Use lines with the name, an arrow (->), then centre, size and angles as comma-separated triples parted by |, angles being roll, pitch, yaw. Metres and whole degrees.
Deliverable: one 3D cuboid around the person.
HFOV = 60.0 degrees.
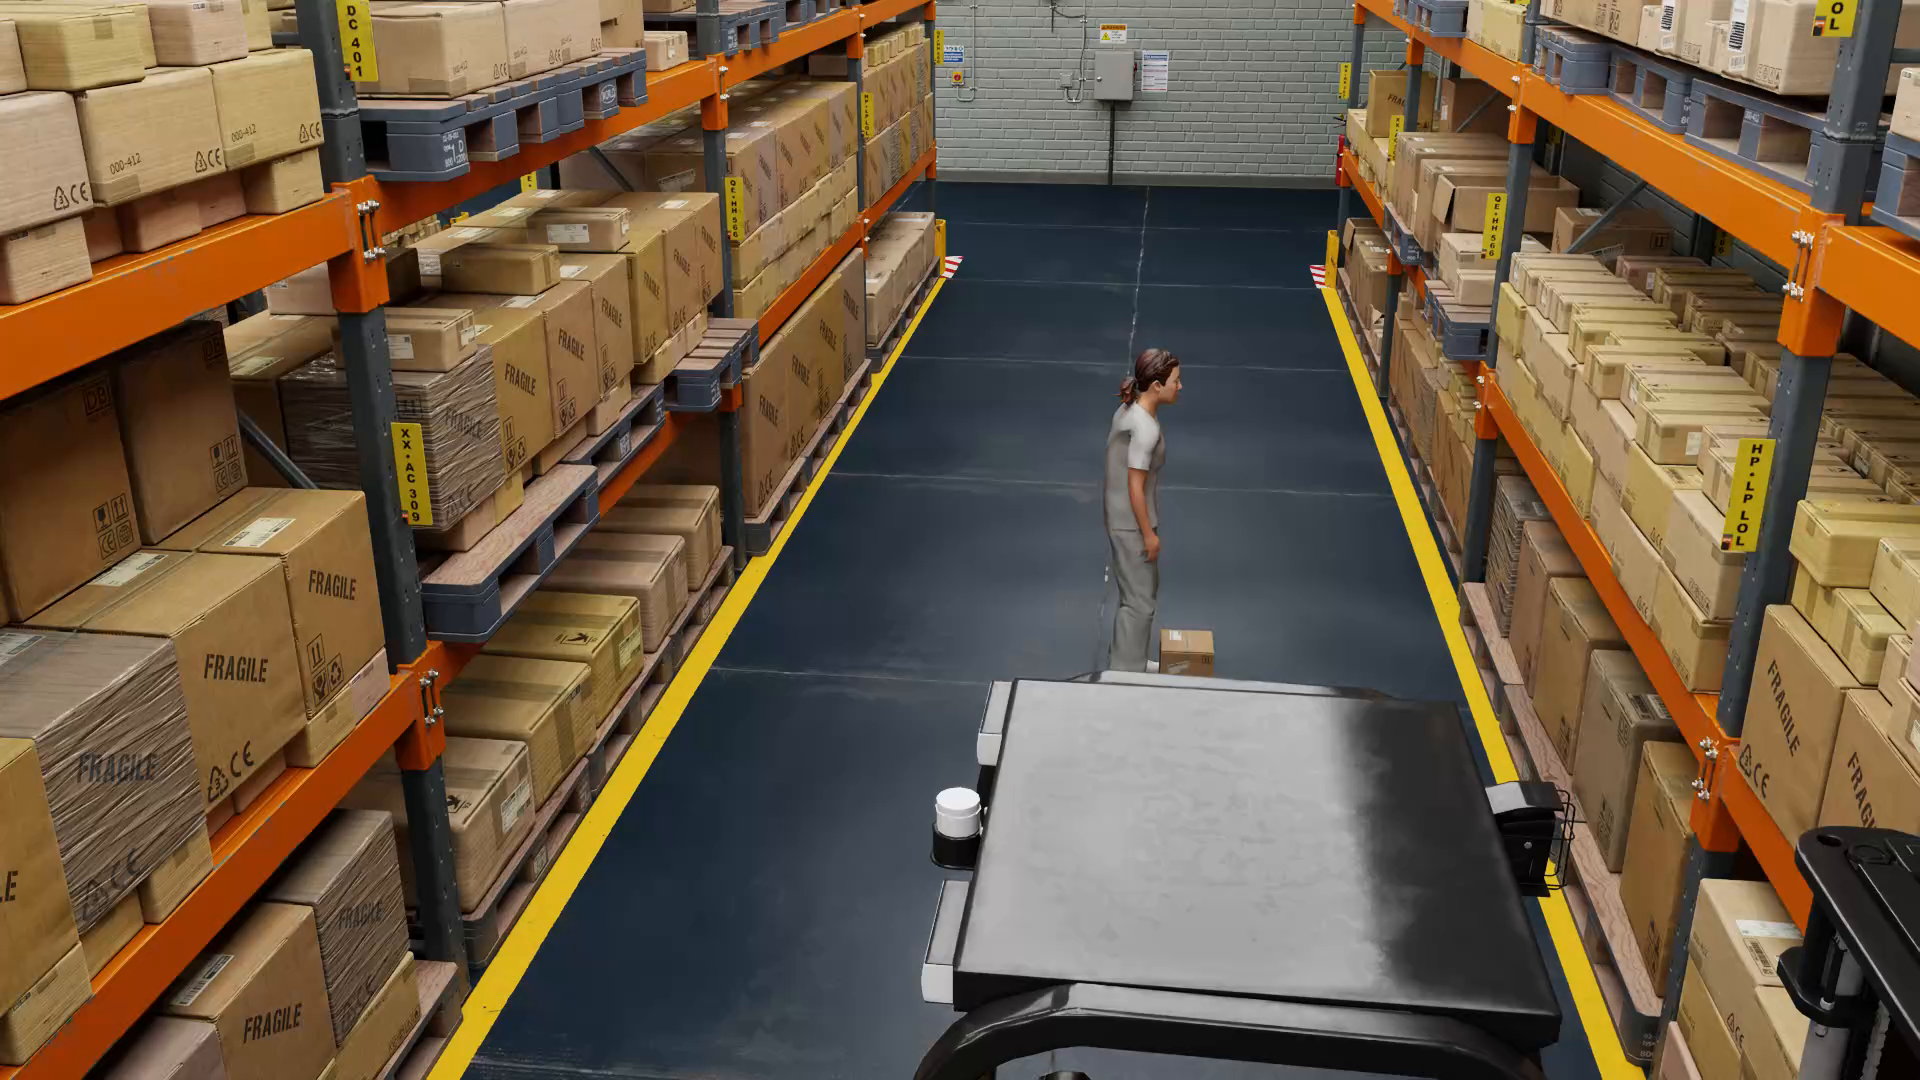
person -> 0.843, -0.015, 7.796 | 0.356, 1.548, 0.512 | 2, 21, 4
